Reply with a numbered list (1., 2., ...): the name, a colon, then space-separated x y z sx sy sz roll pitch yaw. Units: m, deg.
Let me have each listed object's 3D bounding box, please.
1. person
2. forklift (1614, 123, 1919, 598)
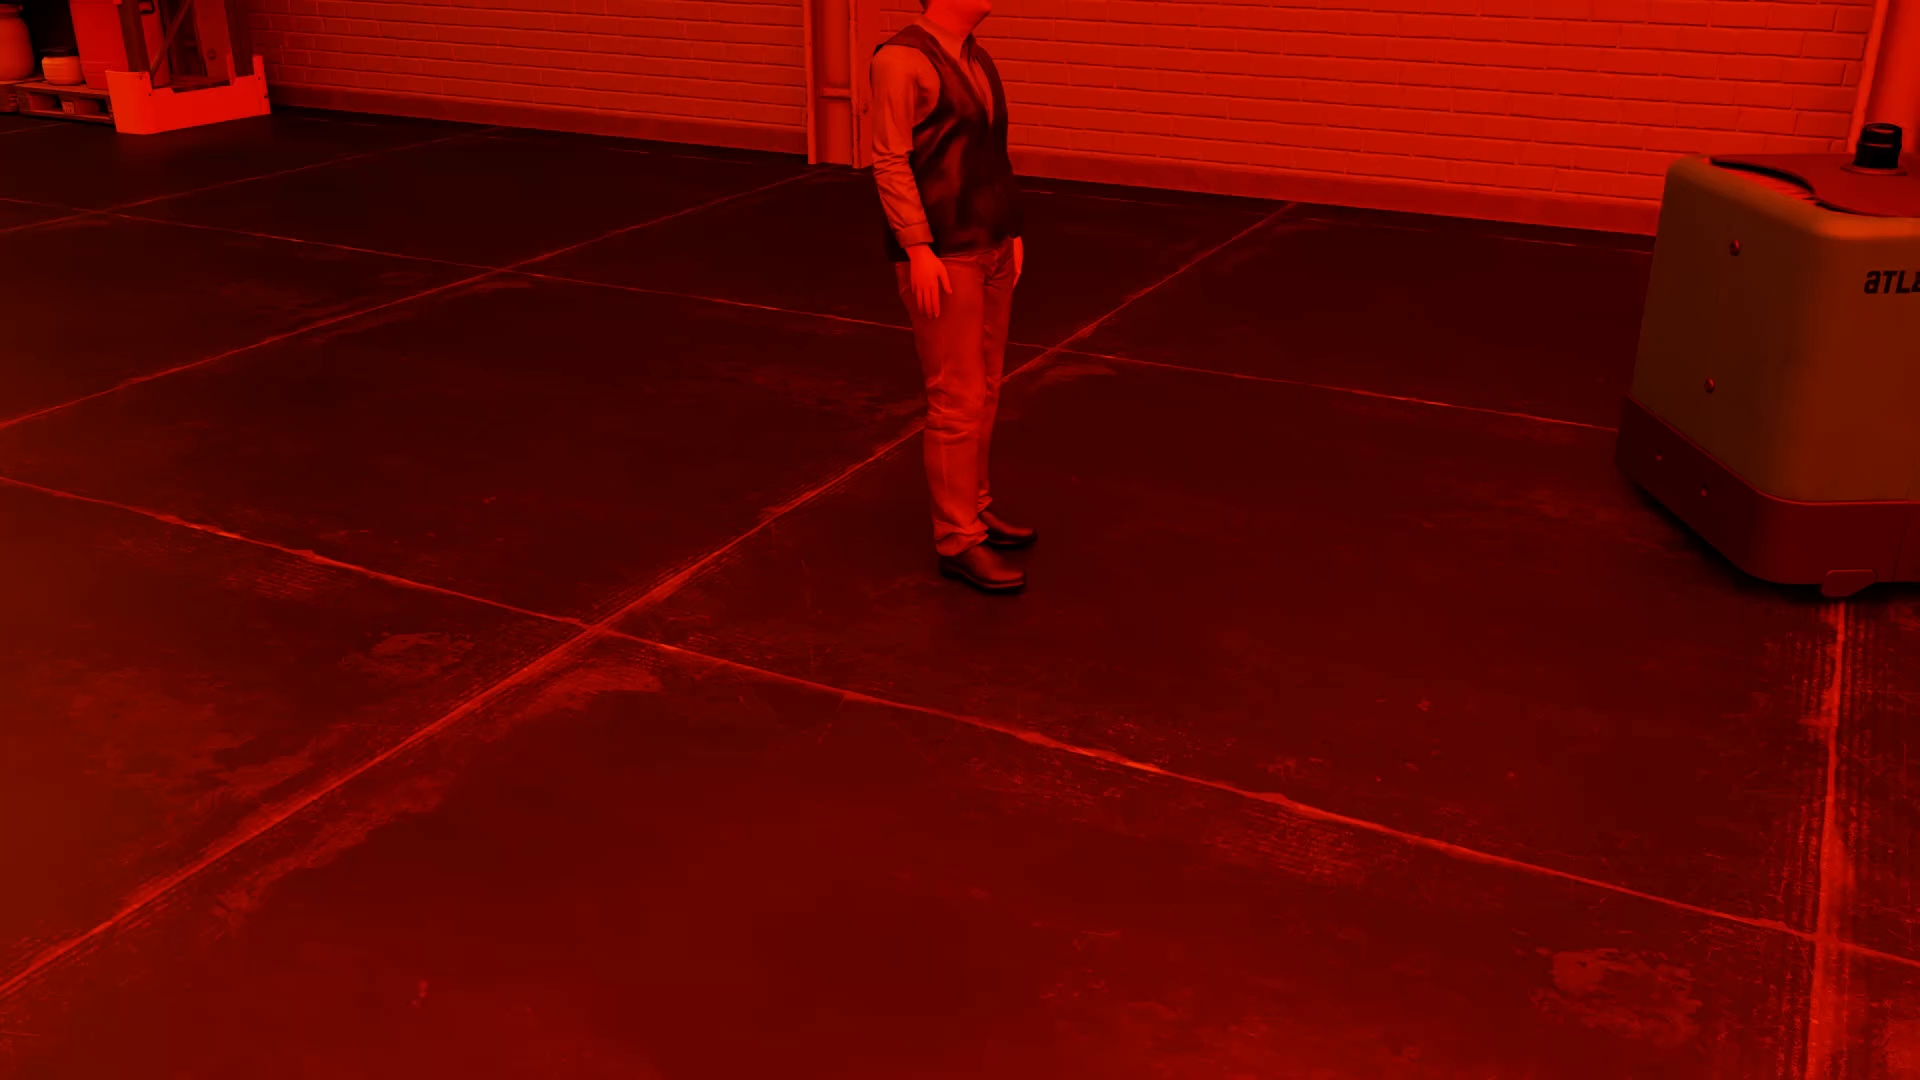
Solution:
1. person: 0.053 -0.785 4.695 0.566 1.722 0.633 11 25 25
2. forklift: 3.688 -1.393 4.596 3.031 2.935 1.130 -1 23 -3
